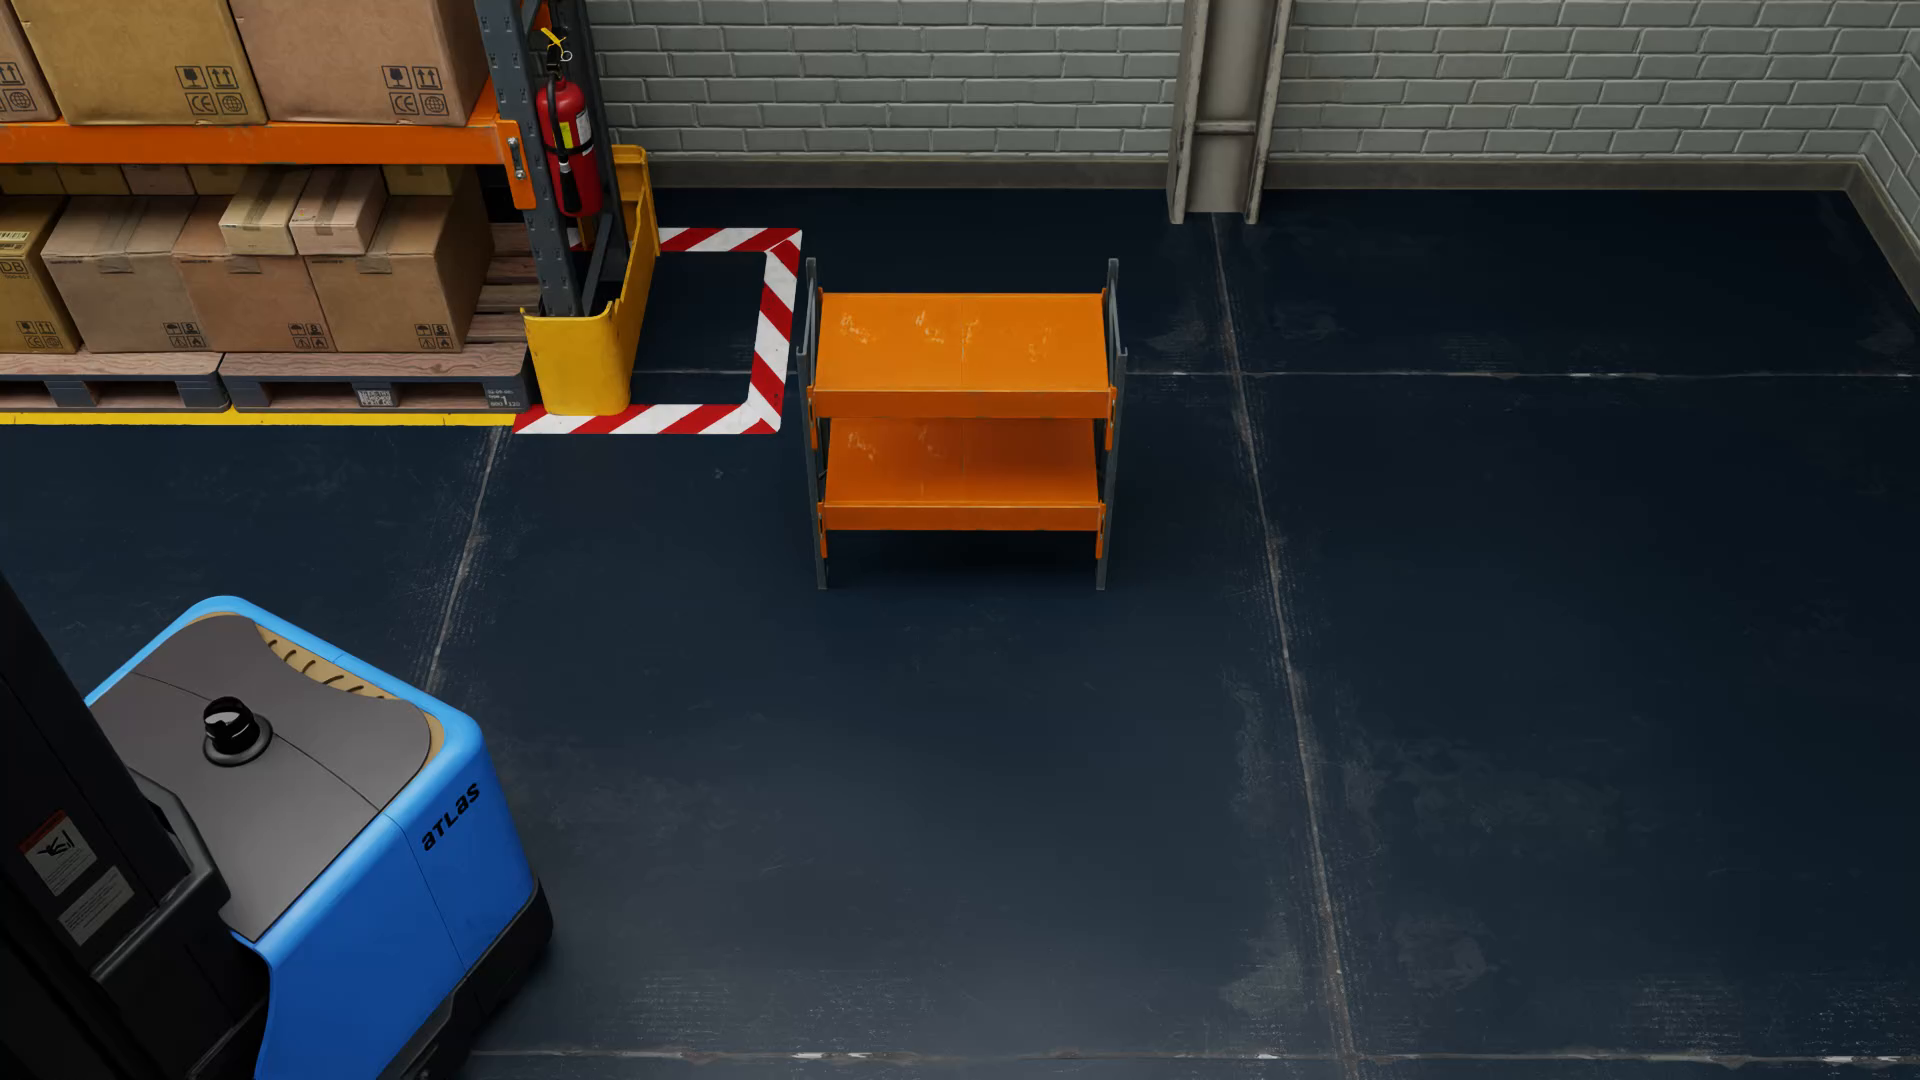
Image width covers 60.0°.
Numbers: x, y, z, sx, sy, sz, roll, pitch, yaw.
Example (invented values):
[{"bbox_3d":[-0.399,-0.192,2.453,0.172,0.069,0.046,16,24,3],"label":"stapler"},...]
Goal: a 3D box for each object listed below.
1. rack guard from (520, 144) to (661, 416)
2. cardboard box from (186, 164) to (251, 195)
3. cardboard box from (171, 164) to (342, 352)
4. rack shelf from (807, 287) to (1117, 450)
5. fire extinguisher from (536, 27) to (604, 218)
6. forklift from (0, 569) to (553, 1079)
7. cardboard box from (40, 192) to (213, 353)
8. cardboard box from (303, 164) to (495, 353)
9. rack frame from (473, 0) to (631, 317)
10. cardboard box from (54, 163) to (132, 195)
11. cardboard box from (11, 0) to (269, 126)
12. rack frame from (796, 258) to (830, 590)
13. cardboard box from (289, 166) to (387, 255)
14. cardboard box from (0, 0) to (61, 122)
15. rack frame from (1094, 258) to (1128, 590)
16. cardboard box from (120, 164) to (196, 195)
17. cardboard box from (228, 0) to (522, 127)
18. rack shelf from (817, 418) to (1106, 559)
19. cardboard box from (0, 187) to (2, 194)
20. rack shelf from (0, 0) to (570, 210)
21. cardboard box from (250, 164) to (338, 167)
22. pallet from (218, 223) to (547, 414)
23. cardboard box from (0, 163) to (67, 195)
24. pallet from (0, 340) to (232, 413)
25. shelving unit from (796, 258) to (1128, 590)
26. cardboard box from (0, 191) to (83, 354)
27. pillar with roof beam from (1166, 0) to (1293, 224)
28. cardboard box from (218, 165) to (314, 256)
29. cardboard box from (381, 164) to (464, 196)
[{"bbox_3d":[-1.517,-1.101,6.933,0.348,0.500,1.175,0,47,0],"label":"rack guard"},{"bbox_3d":[-2.873,-1.542,6.613,0.250,0.149,0.380,1,47,0],"label":"cardboard box"},{"bbox_3d":[-2.742,-1.174,6.714,0.500,0.500,0.700,0,47,0],"label":"cardboard box"},{"bbox_3d":[0.007,-0.583,5.624,1.000,0.278,0.538,0,47,0],"label":"rack shelf"},{"bbox_3d":[-1.392,-1.461,5.868,0.183,0.674,0.296,0,47,0],"label":"fire extinguisher"},{"bbox_3d":[-2.404,0.977,3.338,1.130,2.935,3.031,23,51,20],"label":"forklift"},{"bbox_3d":[-3.245,-1.175,6.715,0.500,0.500,0.700,-1,47,-1],"label":"cardboard box"},{"bbox_3d":[-2.242,-1.173,6.713,0.500,0.500,0.700,0,47,0],"label":"cardboard box"},{"bbox_3d":[-1.541,-1.953,6.018,0.127,3.000,1.000,0,47,0],"label":"rack frame"},{"bbox_3d":[-3.384,-1.542,6.614,0.250,0.149,0.380,1,47,1],"label":"cardboard box"},{"bbox_3d":[-2.779,-2.043,5.897,0.700,0.700,0.980,0,47,0],"label":"cardboard box"},{"bbox_3d":[-0.502,-0.385,5.840,0.032,1.125,0.500,0,47,0],"label":"rack frame"},{"bbox_3d":[-2.371,-1.261,6.352,0.250,0.149,0.380,0,47,0],"label":"cardboard box"},{"bbox_3d":[-3.541,-2.052,5.905,0.700,0.700,0.980,-2,47,-2],"label":"cardboard box"},{"bbox_3d":[0.515,-0.382,5.837,0.032,1.125,0.500,0,47,0],"label":"rack frame"},{"bbox_3d":[-3.127,-1.542,6.614,0.250,0.149,0.380,1,47,1],"label":"cardboard box"},{"bbox_3d":[-2.051,-2.049,5.903,0.700,0.700,0.980,2,47,2],"label":"cardboard box"},{"bbox_3d":[0.007,-0.217,6.017,1.000,0.278,0.538,0,47,0],"label":"rack shelf"},{"bbox_3d":[-3.895,-1.543,6.615,0.250,0.149,0.380,1,47,1],"label":"cardboard box"},{"bbox_3d":[-3.541,-1.713,6.287,4.000,0.370,1.077,0,47,0],"label":"rack shelf"},{"bbox_3d":[-2.622,-1.541,6.612,0.250,0.149,0.380,0,47,0],"label":"cardboard box"},{"bbox_3d":[-2.341,-0.947,6.988,1.213,0.211,1.003,0,47,0],"label":"pallet"},{"bbox_3d":[-3.637,-1.543,6.615,0.250,0.149,0.380,-1,47,-1],"label":"cardboard box"},{"bbox_3d":[-3.558,-0.953,6.993,1.213,0.211,1.003,0,47,0],"label":"pallet"},{"bbox_3d":[0.007,-0.383,5.838,1.048,1.125,0.538,0,47,0],"label":"shelving unit"},{"bbox_3d":[-3.778,-1.171,6.712,0.500,0.500,0.700,1,47,1],"label":"cardboard box"},{"bbox_3d":[1.146,-1.471,1.472,0.400,9.000,9.100,0,47,0],"label":"pillar with roof beam"},{"bbox_3d":[-2.626,-1.261,6.352,0.250,0.149,0.380,1,47,1],"label":"cardboard box"},{"bbox_3d":[-2.116,-1.540,6.612,0.250,0.149,0.380,0,47,0],"label":"cardboard box"}]
